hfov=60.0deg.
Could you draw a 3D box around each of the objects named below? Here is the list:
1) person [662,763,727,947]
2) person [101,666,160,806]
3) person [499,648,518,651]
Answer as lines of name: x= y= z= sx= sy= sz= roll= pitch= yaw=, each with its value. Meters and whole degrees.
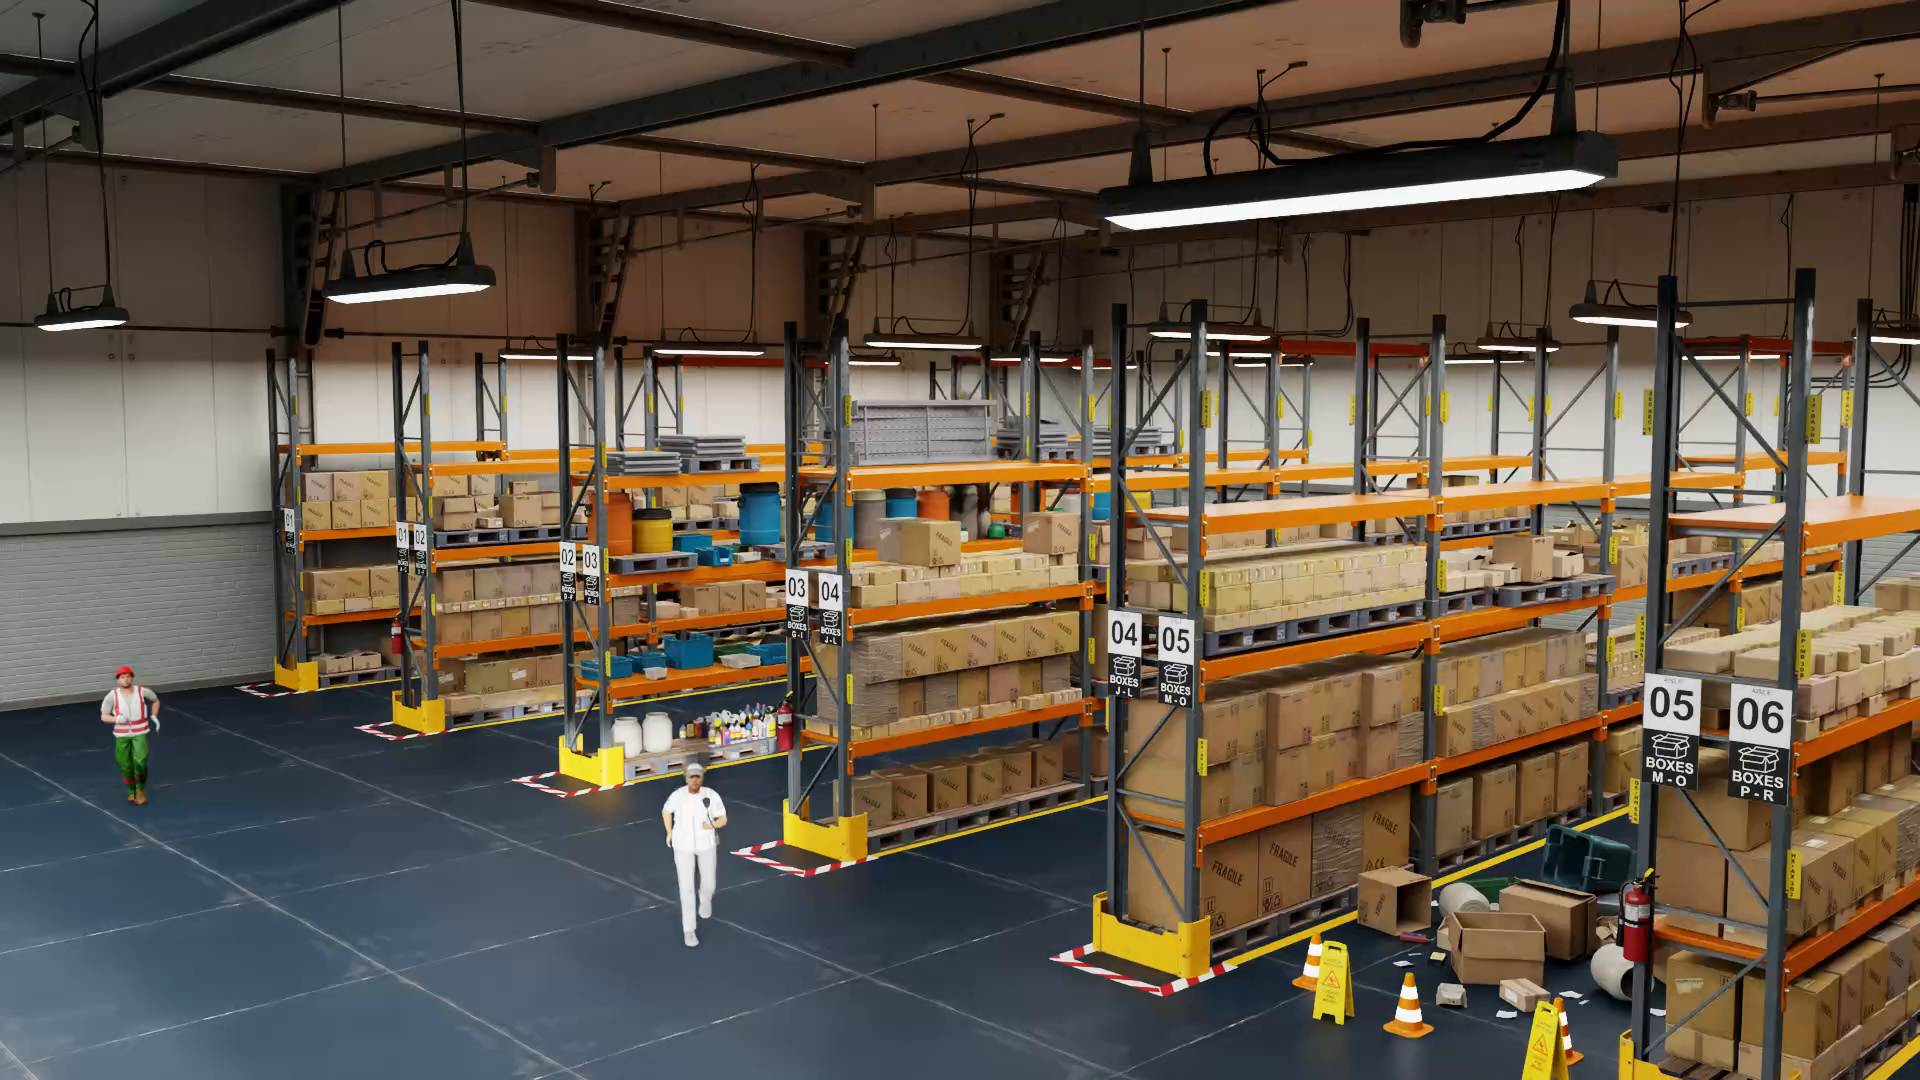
person: x=-2.535 y=2.948 z=15.923 sx=0.612 sy=1.645 sz=0.934 roll=-1 pitch=5 yaw=-11
person: x=-10.416 y=2.467 z=20.891 sx=0.650 sy=1.774 sz=0.675 roll=-2 pitch=5 yaw=-22
person: x=-7.993 y=1.754 z=29.303 sx=0.651 sy=1.740 sz=0.602 roll=3 pitch=6 yaw=31
